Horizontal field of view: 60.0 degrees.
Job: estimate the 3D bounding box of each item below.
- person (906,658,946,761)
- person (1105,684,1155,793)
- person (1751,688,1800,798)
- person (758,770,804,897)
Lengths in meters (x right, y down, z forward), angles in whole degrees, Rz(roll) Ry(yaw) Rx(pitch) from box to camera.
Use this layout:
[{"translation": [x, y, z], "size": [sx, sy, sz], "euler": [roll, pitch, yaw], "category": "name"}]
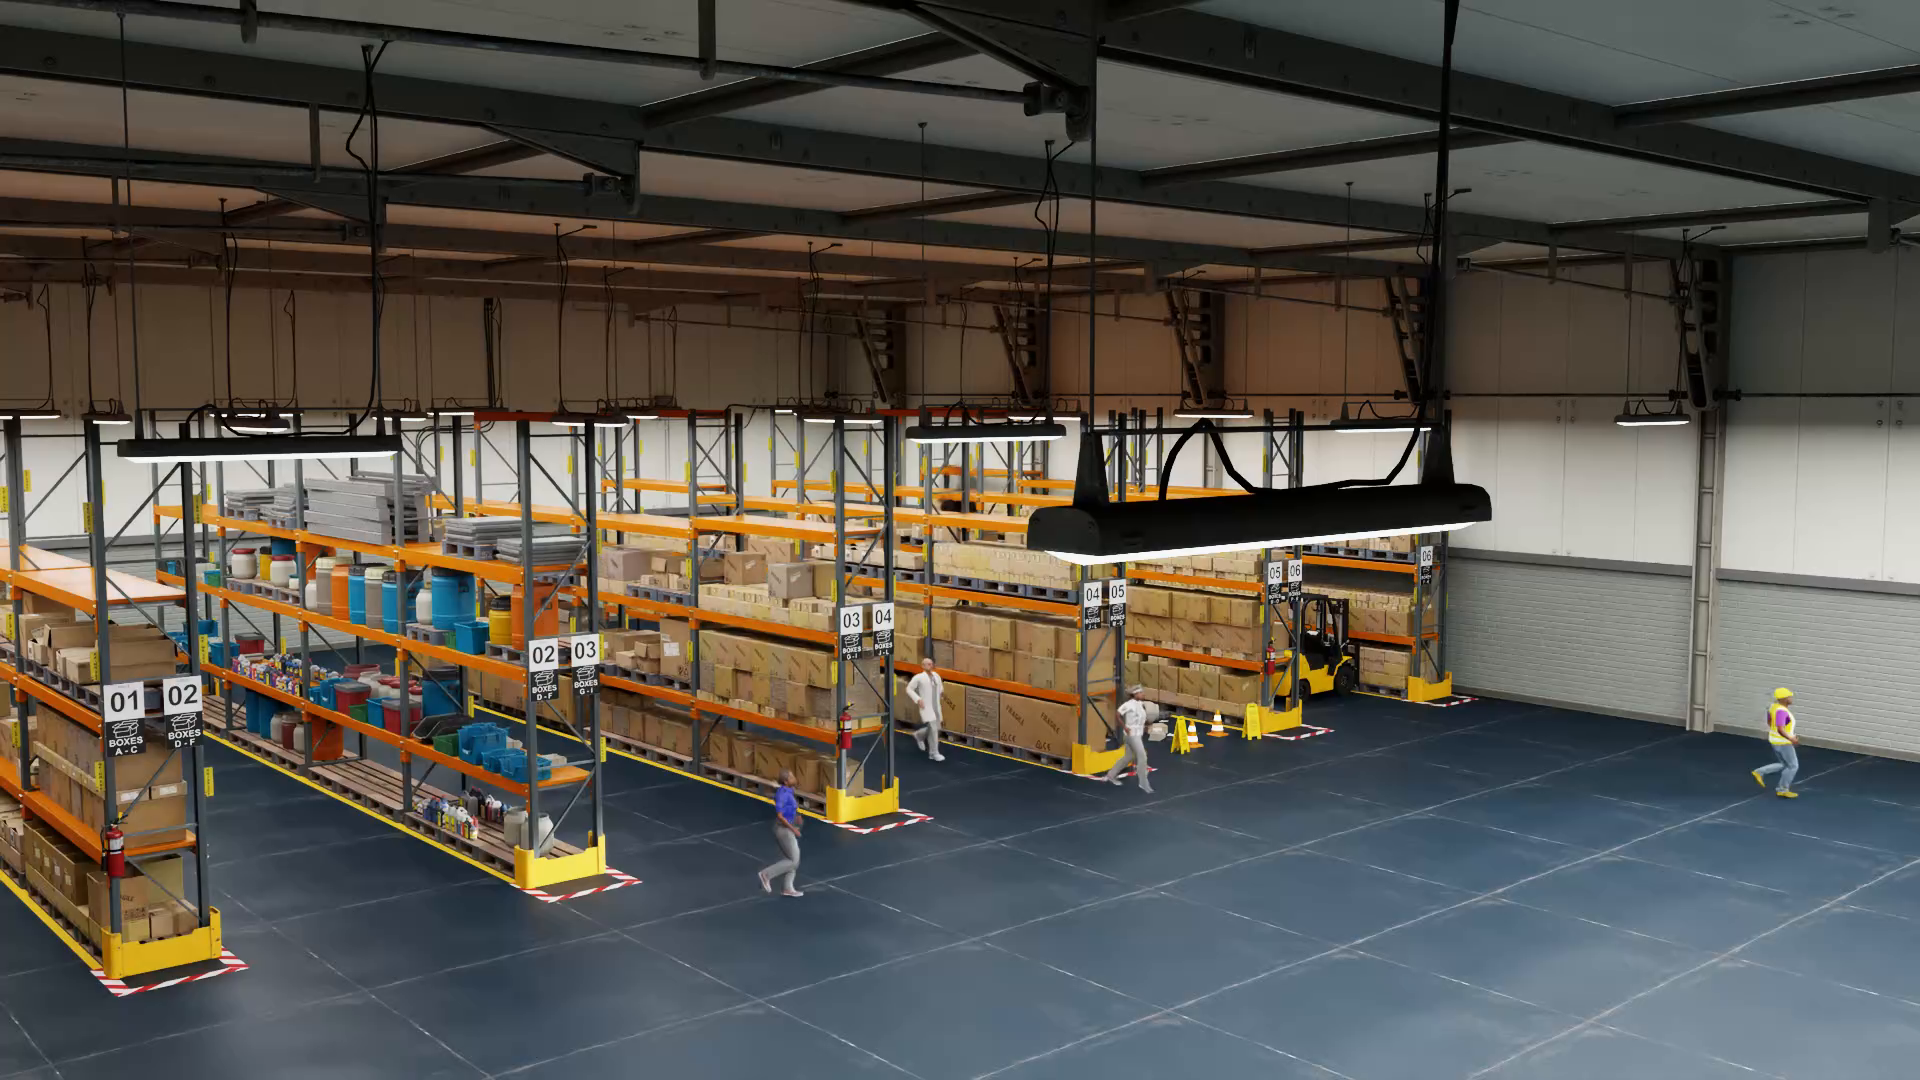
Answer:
[{"translation": [-0.561, 2.922, 28.886], "size": [0.720, 1.746, 0.912], "euler": [-4, 7, -41], "category": "person"}, {"translation": [2.775, 3.162, 26.676], "size": [0.846, 1.720, 0.587], "euler": [2, 5, 22], "category": "person"}, {"translation": [12.839, 3.171, 26.127], "size": [0.665, 1.722, 0.722], "euler": [1, 5, 11], "category": "person"}, {"translation": [-2.257, 3.695, 20.959], "size": [0.611, 1.631, 0.577], "euler": [-1, 5, -12], "category": "person"}]
